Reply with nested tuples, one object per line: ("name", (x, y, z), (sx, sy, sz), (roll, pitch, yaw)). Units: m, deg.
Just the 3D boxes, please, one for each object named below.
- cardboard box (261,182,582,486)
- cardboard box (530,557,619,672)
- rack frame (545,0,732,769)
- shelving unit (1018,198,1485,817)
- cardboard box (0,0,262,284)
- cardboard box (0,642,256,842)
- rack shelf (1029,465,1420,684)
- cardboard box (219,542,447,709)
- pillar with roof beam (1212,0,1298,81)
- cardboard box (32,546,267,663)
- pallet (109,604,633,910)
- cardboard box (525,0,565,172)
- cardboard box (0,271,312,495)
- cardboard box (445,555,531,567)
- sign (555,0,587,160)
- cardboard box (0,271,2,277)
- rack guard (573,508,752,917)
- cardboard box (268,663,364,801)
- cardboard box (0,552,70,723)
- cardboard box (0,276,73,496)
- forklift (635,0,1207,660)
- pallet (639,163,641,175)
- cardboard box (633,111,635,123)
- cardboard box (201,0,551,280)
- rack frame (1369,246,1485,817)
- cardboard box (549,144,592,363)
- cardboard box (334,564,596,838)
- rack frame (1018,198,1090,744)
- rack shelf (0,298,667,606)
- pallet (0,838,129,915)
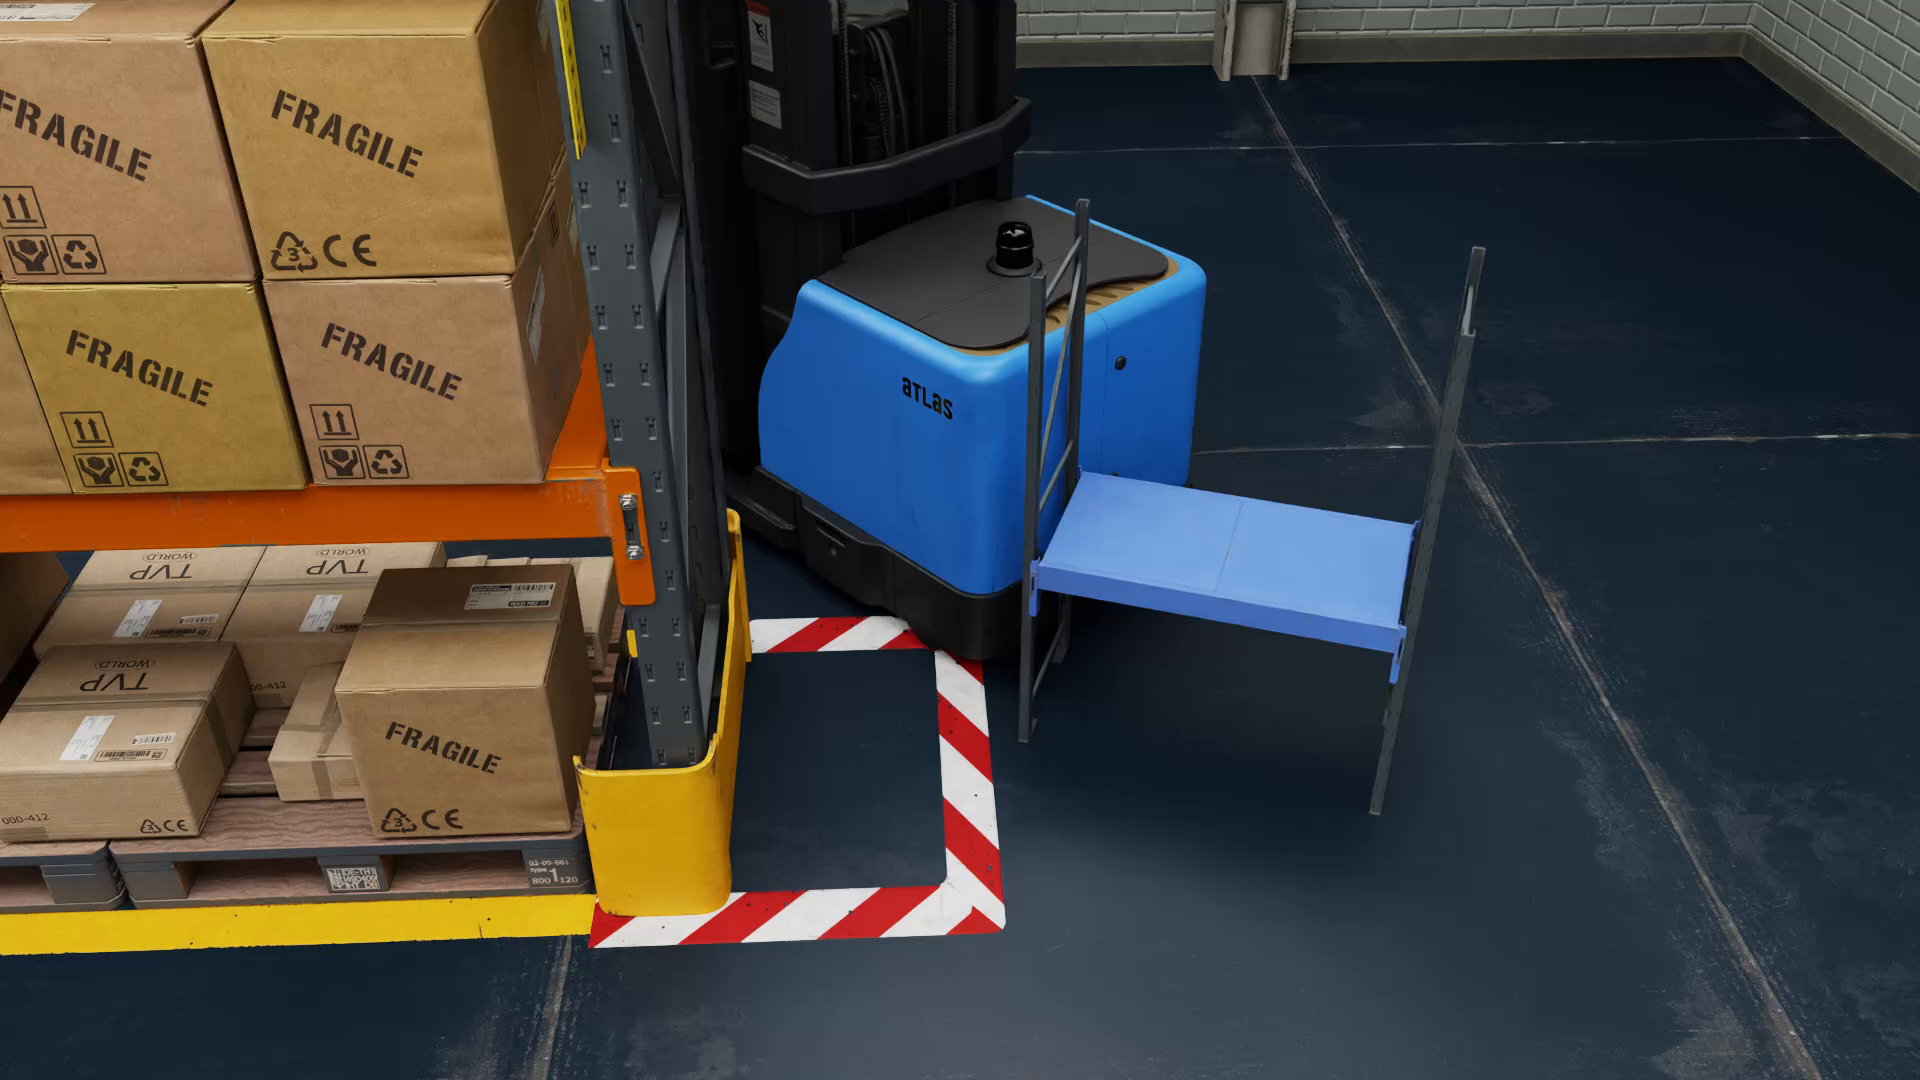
("cardboard box", (-1.163, -0.463, 3.695), (0.500, 0.500, 0.500), (-1, 35, -1))
("cardboard box", (-1.163, 0.219, 4.917), (0.250, 0.149, 0.380), (-2, 35, -2))
("rack frame", (-0.729, -0.589, 3.965), (0.127, 3.000, 1.000), (-2, 35, -2))
("shelving unit", (0.745, -0.069, 4.532), (1.048, 1.500, 0.538), (10, 36, 14))
("cardboard box", (-1.665, -0.859, 3.388), (0.500, 0.500, 0.500), (-1, 35, -1))
("cardboard box", (-2.211, 0.524, 4.386), (0.500, 0.250, 0.500), (-2, 35, -2))
("rack shelf", (0.745, 0.078, 4.635), (1.000, 0.185, 0.538), (10, 36, 14))
("cardboard box", (-1.785, 0.228, 4.815), (0.500, 0.250, 0.500), (-2, 35, -2))
("pillar with roof beam", (1.893, -3.989, 3.606), (0.400, 9.000, 9.100), (-2, 35, -2))
("cardboard box", (-2.284, 0.241, 4.795), (0.500, 0.250, 0.500), (-2, 35, -2))
("pallet", (-1.601, 0.582, 4.724), (1.213, 0.211, 1.003), (-2, 35, -2))
("cardboard box", (-1.185, -1.179, 3.851), (0.500, 0.500, 0.500), (-1, 35, -1))
("cardboard box", (-1.681, -0.447, 3.672), (0.500, 0.500, 0.500), (-1, 35, -2))
("cardboard box", (-1.413, 0.218, 4.902), (0.250, 0.166, 0.380), (-2, 35, -2))
("sign", (-0.723, -0.879, 3.089), (0.005, 0.325, 0.100), (-2, 35, -2))
("cardboard box", (-2.183, -0.842, 3.364), (0.500, 0.500, 0.500), (-1, 35, -1))
("rack guard", (-0.805, 0.441, 4.673), (0.348, 0.500, 1.175), (-2, 35, -2))
("cardboard box", (-1.669, 0.510, 4.481), (0.250, 0.166, 0.380), (-2, 35, -2))
("cardboard box", (-2.848, 0.311, 4.472), (0.637, 0.503, 0.797), (-2, 35, -2))
("cardboard box", (-2.180, -0.437, 3.657), (0.500, 0.500, 0.500), (-1, 35, -2))
("forklift", (-0.606, -1.582, 5.460), (1.130, 2.935, 3.031), (-28, 44, -35))
("pallet", (-1.762, -2.192, 8.732), (1.213, 0.211, 1.003), (-2, 35, -2))
("cardboard box", (-1.662, -2.474, 8.516), (0.500, 0.500, 0.700), (-2, 35, -2))
("cardboard box", (-1.161, -0.873, 3.409), (0.500, 0.500, 0.500), (-2, 35, -3))
("rack frame", (1.230, 0.016, 4.409), (0.032, 1.500, 0.500), (10, 36, 14))
("cardboard box", (-1.185, -0.768, 4.136), (0.500, 0.500, 0.500), (-1, 35, -1))
("cardboard box", (-1.260, 0.413, 4.328), (0.500, 0.500, 0.500), (-2, 35, -2))
("rack frame", (0.259, -0.155, 4.656), (0.032, 1.500, 0.500), (10, 36, 14))
("rack shelf", (-2.727, -0.239, 4.092), (4.000, 0.370, 1.077), (-2, 35, -2))
("pallet", (-2.817, 0.613, 4.679), (1.213, 0.211, 1.003), (-2, 35, -2))
